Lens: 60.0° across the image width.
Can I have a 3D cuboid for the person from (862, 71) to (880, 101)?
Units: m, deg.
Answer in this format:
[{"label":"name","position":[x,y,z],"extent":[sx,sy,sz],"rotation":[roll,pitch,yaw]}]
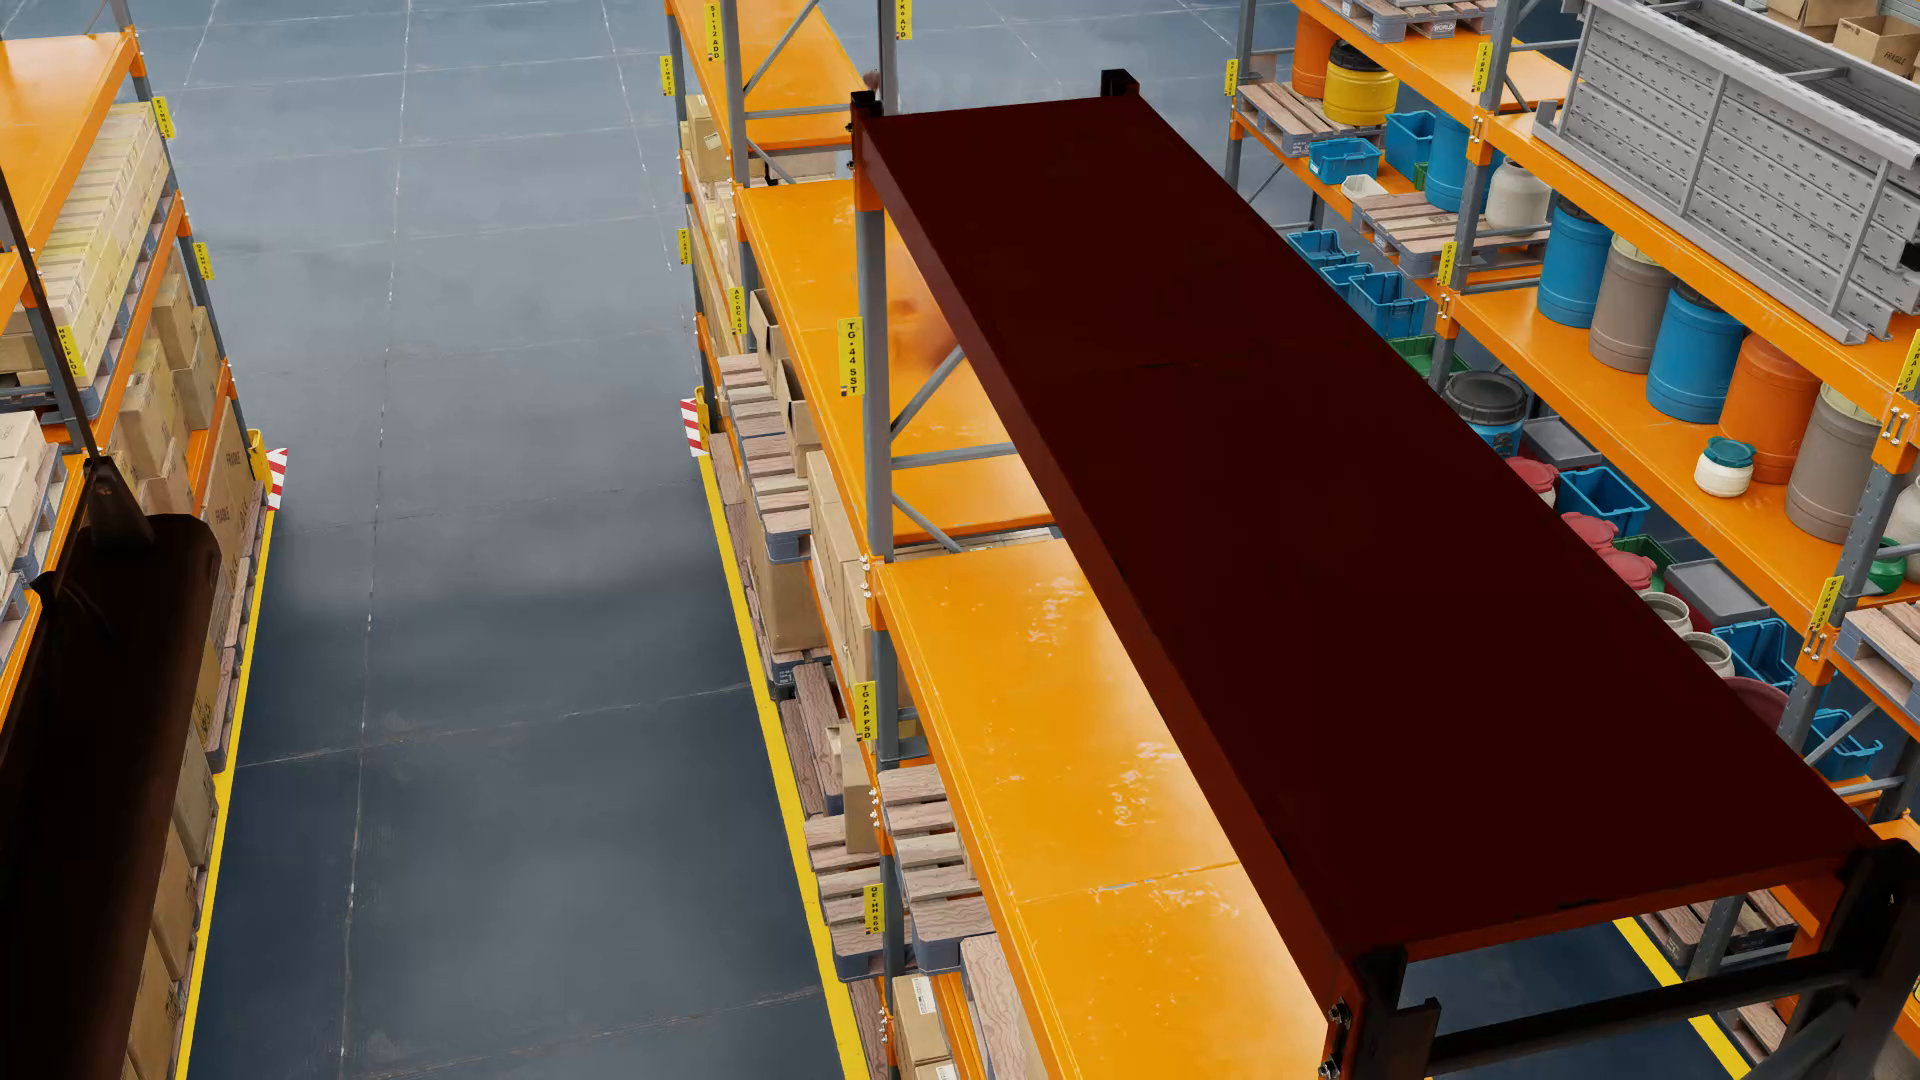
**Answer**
[{"label":"person","position":[-1.023,-4.741,19.595],"extent":[0.650,1.621,0.515],"rotation":[2,34,3]}]
